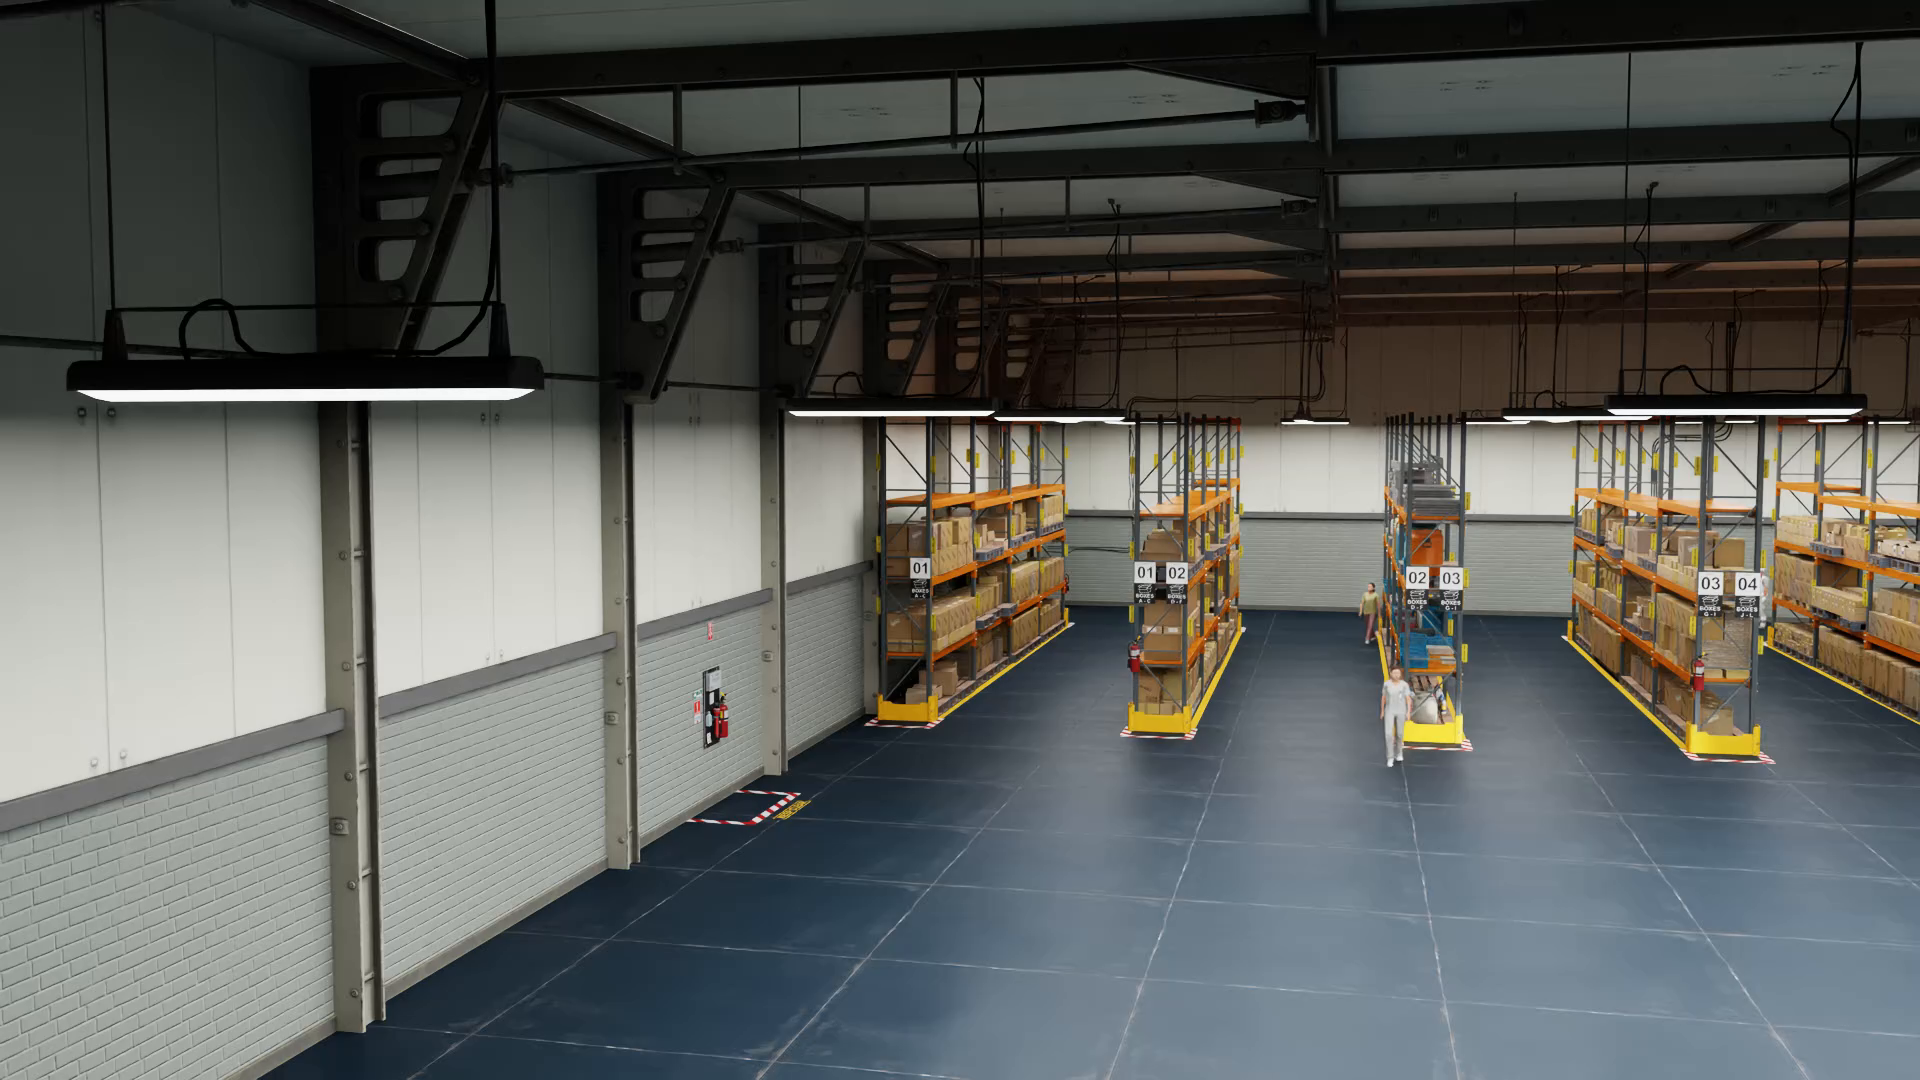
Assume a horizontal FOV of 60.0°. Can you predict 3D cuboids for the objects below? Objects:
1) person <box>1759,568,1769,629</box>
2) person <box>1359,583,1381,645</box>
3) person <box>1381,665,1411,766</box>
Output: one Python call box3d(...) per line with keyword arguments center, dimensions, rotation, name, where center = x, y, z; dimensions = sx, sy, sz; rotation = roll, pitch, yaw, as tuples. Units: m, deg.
box3d(center=(22.617, 1.635, 47.086), dimensions=(0.436, 1.803, 0.580), rotation=(-1, 4, -15), name="person")
box3d(center=(10.843, 1.930, 43.994), dimensions=(0.500, 1.612, 1.081), rotation=(2, 5, 32), name="person")
box3d(center=(7.432, 2.980, 28.351), dimensions=(0.498, 1.702, 0.639), rotation=(1, 4, 15), name="person")
